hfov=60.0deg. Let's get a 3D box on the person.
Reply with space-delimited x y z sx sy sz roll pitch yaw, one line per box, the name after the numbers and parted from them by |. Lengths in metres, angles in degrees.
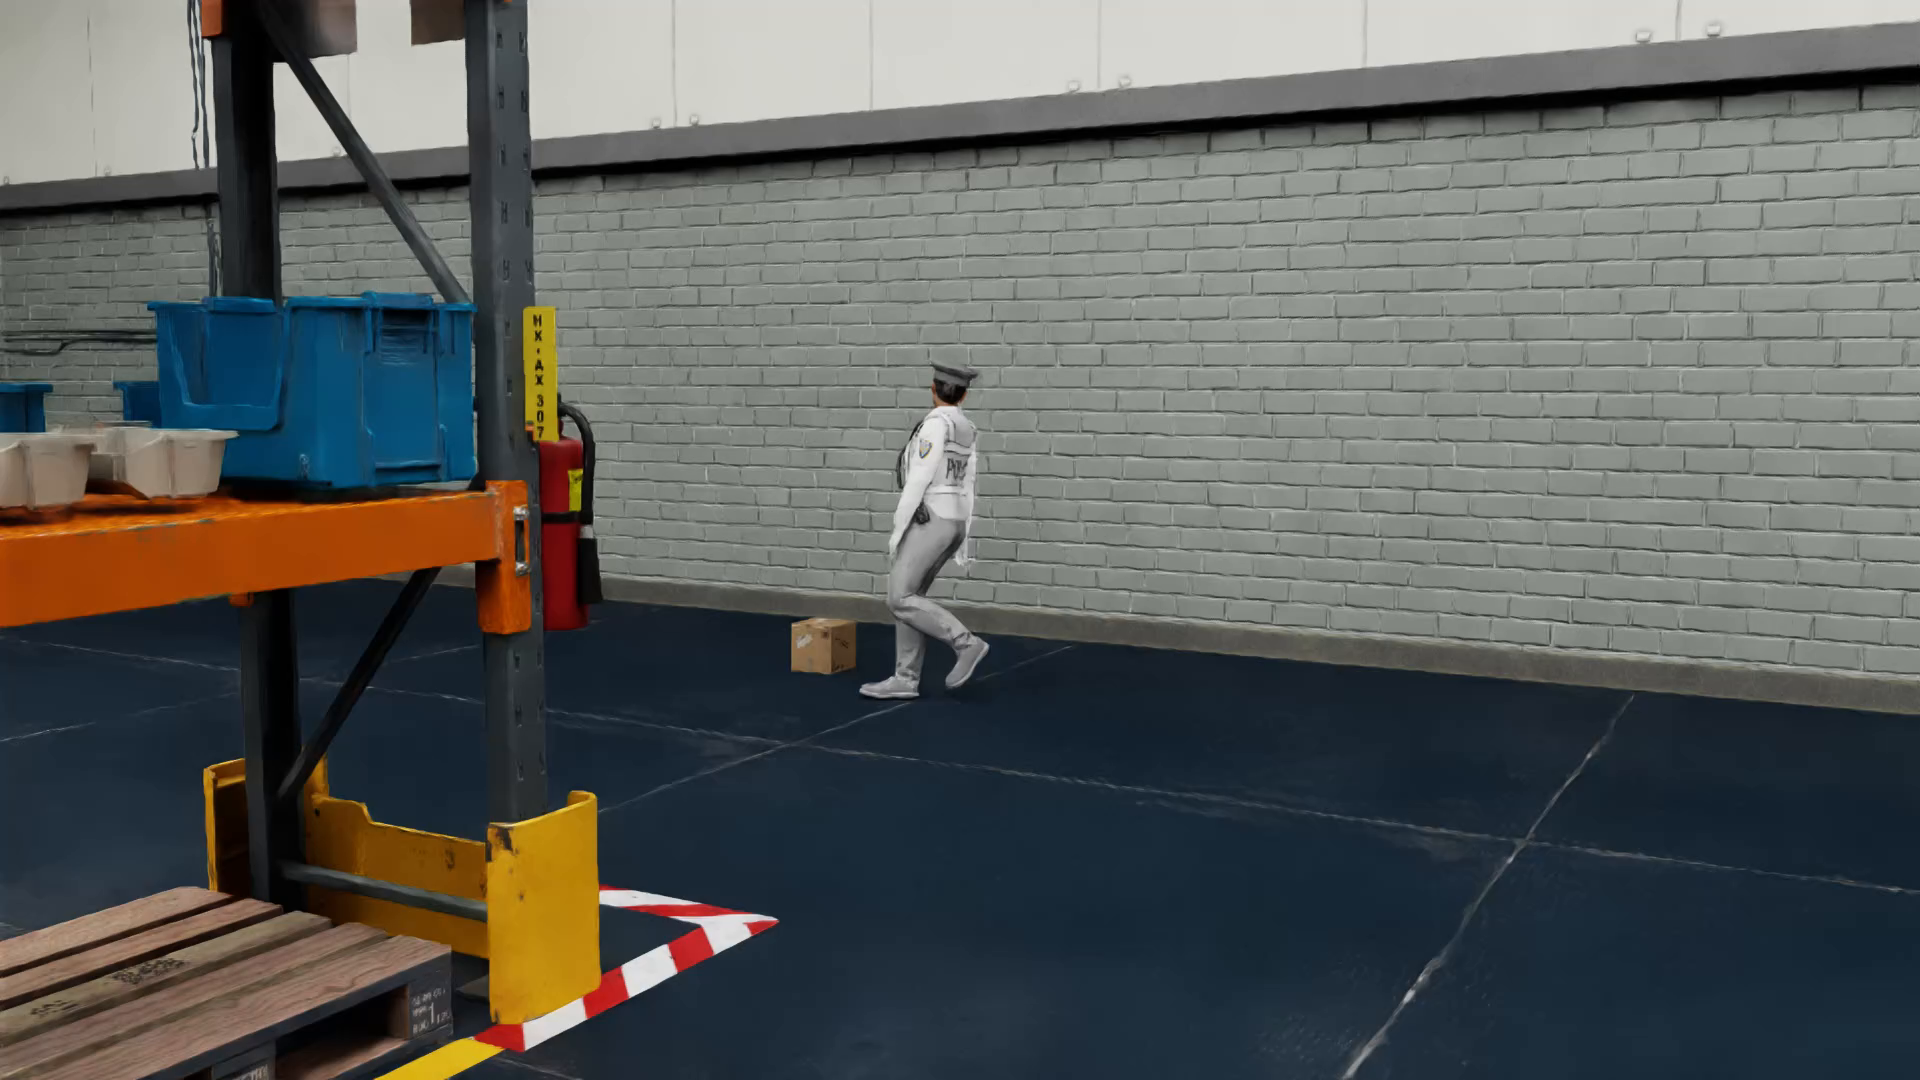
-0.125 -0.056 8.028 0.638 1.623 0.518 2 6 19 | person
